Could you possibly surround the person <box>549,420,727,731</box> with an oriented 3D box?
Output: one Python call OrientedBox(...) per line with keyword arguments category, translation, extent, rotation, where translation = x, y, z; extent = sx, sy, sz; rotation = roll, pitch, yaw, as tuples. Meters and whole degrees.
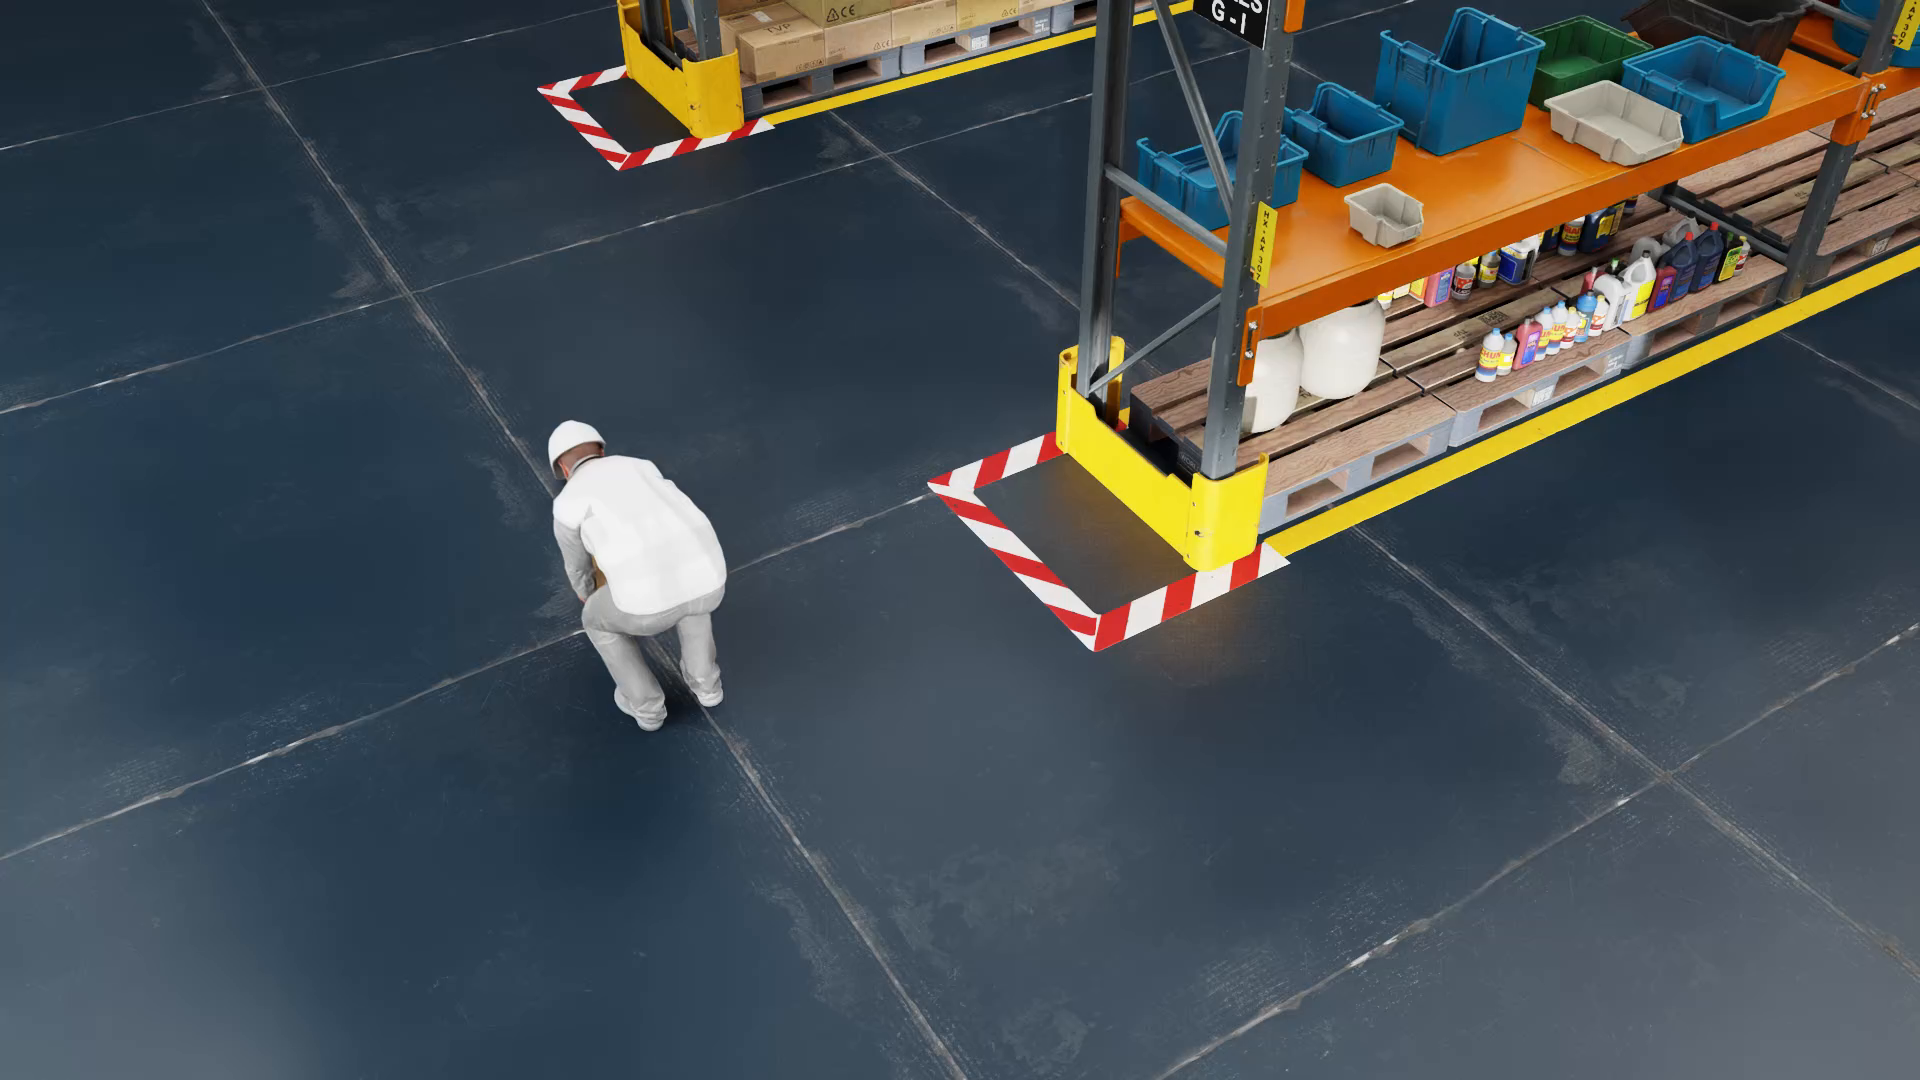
OrientedBox(category="person", translation=(-1.281, 0.150, 6.539), extent=(0.513, 1.024, 0.998), rotation=(-25, 46, -26))
